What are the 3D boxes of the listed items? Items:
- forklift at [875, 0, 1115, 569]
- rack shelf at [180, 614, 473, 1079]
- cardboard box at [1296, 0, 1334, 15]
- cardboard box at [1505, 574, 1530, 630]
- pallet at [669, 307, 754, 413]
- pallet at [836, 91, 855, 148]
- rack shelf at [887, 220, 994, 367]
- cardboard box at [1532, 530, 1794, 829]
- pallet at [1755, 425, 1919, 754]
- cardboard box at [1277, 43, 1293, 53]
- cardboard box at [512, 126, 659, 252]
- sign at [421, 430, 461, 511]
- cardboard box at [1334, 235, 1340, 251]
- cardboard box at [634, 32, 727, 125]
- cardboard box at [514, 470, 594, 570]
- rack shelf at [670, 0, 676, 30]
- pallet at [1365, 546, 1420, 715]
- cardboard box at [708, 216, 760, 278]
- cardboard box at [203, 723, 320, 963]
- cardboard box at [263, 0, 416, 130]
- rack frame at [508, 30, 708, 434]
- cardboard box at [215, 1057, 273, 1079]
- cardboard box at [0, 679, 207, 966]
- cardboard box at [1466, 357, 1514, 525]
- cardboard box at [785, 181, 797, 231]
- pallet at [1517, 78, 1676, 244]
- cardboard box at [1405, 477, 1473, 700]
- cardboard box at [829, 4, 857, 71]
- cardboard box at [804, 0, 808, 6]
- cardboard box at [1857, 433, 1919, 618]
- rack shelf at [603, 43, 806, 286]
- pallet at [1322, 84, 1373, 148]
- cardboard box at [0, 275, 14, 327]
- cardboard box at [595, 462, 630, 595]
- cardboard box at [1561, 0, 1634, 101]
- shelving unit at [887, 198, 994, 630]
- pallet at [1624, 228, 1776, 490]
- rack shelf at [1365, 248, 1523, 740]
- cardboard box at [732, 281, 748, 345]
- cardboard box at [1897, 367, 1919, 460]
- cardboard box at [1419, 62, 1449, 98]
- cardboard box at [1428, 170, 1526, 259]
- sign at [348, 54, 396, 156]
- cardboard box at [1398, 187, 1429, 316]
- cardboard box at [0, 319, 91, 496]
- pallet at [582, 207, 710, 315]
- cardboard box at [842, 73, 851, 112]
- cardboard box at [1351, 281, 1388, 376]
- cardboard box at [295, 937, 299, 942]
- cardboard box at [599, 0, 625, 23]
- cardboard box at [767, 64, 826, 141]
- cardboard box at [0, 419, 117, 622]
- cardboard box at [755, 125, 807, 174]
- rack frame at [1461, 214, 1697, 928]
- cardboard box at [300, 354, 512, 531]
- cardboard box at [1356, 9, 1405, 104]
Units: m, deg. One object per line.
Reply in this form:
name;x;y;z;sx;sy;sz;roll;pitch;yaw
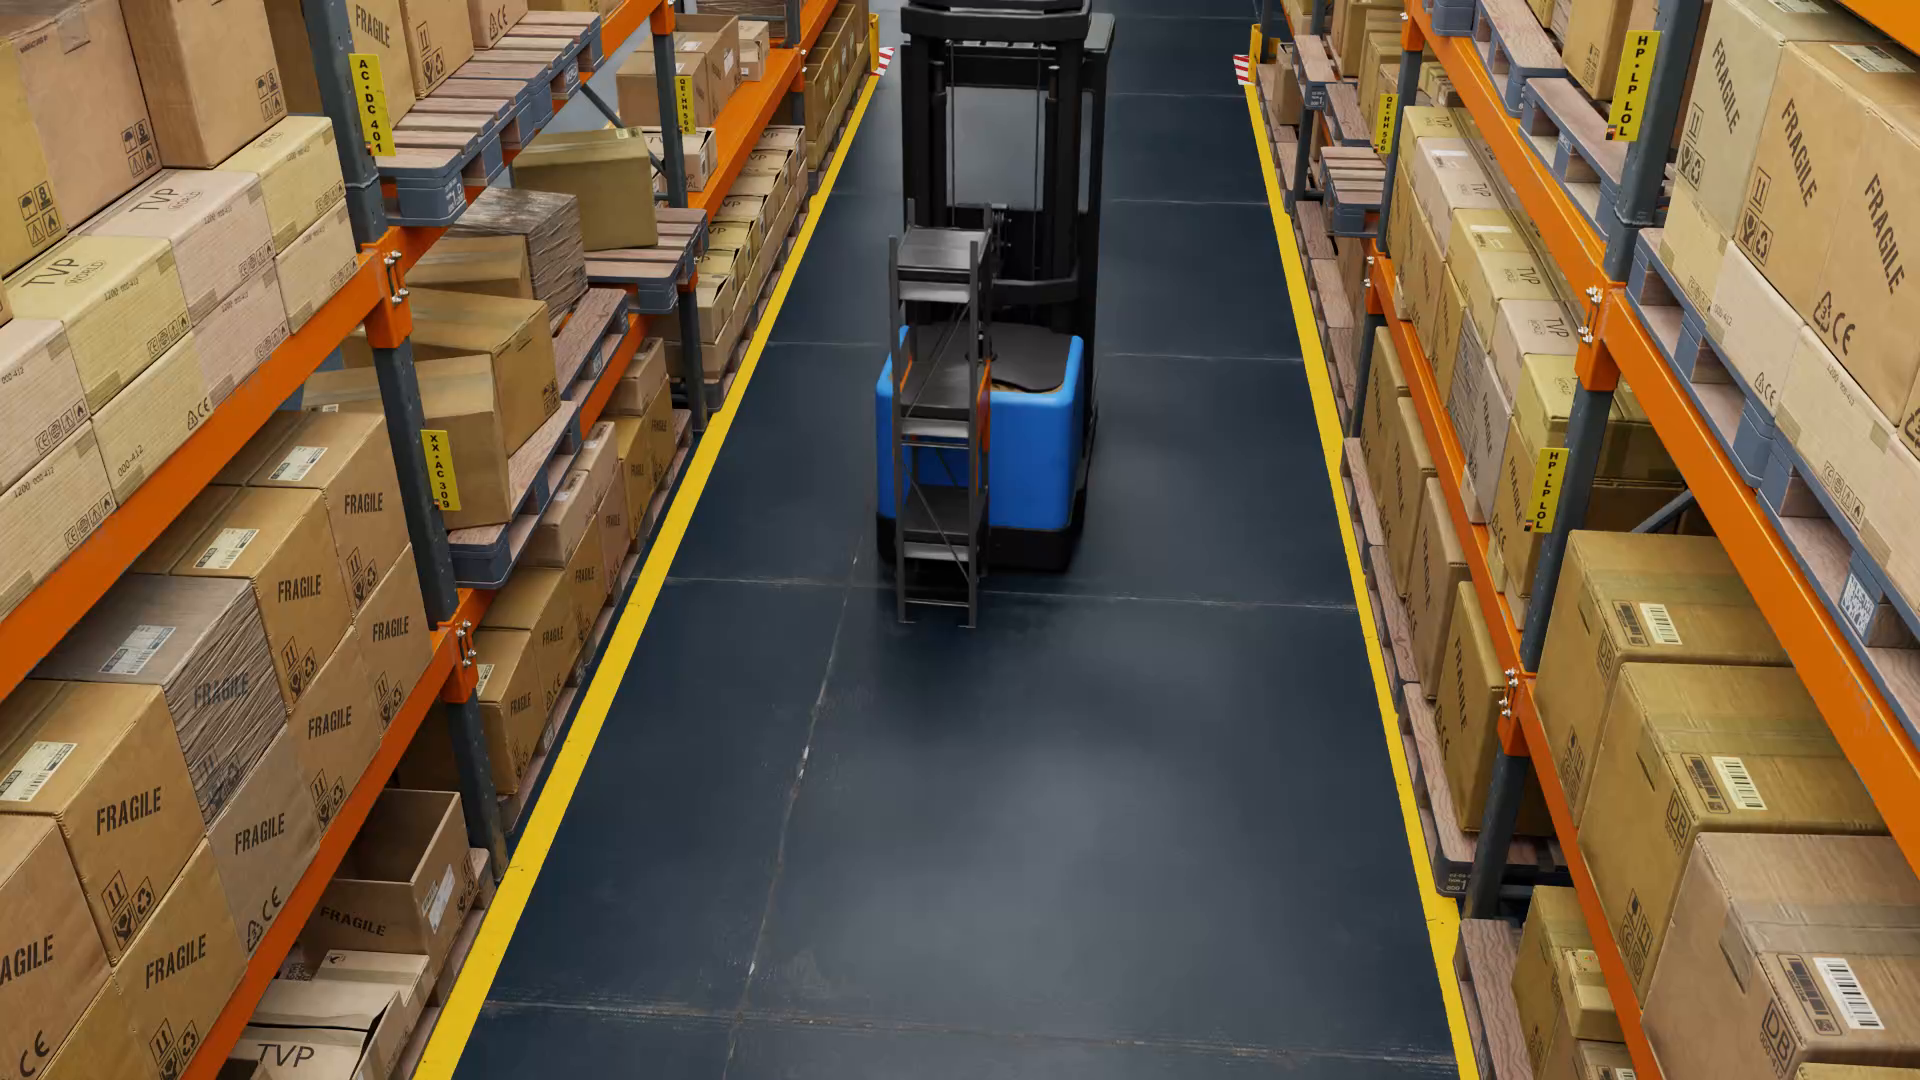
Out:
forklift;0.265;-1.848;9.455;1.130;2.935;3.031;4;32;7
rack shelf;-2.570;1.453;4.719;1.077;0.370;4.000;2;32;4
cardboard box;2.912;-4.397;12.935;0.500;0.500;0.500;2;32;4
cardboard box;2.275;0.220;6.254;0.380;0.149;0.250;3;32;4
pallet;-1.976;-1.232;11.048;1.003;0.211;1.213;2;32;4
pallet;-1.553;-3.949;15.456;1.003;0.211;1.213;2;32;4
rack shelf;-0.085;-1.164;7.830;0.431;0.518;0.480;4;32;7
cardboard box;2.470;0.466;5.349;0.980;0.700;0.700;3;32;5
pallet;2.351;0.135;3.397;1.003;0.211;1.213;2;32;4
cardboard box;3.361;-4.649;16.078;0.500;0.311;0.500;-1;32;-2
cardboard box;-2.021;-1.878;8.942;0.700;0.500;0.500;-8;33;-13
sign;-1.866;-0.248;5.969;0.100;0.325;0.005;2;32;4
cardboard box;3.146;-2.338;12.147;0.700;0.500;0.500;2;32;3
cardboard box;-1.919;-3.186;11.466;0.500;0.500;0.500;3;32;4
cardboard box;-2.044;-0.107;7.813;0.500;0.250;0.500;3;32;4
rack shelf;-1.919;-4.007;10.720;1.077;0.370;4.000;2;32;4
pallet;2.614;0.452;8.316;1.003;0.211;1.213;2;32;4
cardboard box;-1.668;-2.040;11.388;0.500;0.311;0.500;2;32;3
cardboard box;-2.273;0.869;4.885;0.500;0.500;0.500;3;32;5
cardboard box;-2.293;-1.700;5.700;0.600;0.600;0.600;0;32;-1
rack frame;-2.082;-1.990;9.621;1.000;3.000;0.127;2;32;4
cardboard box;-2.555;1.959;5.172;0.797;0.503;0.637;2;32;4
cardboard box;-2.313;0.703;4.202;0.500;0.500;0.500;2;32;4
cardboard box;2.348;-0.386;6.620;0.500;0.500;0.500;3;32;4
cardboard box;-1.544;-2.597;12.825;0.500;0.250;0.500;2;32;3
pallet;2.556;-1.366;5.931;0.805;0.209;1.217;1;32;2
cardboard box;2.523;0.237;7.655;0.750;0.750;0.750;3;32;5
cardboard box;-1.244;-4.685;15.498;0.500;0.500;0.500;2;32;4
cardboard box;-1.645;-4.895;14.239;0.700;0.500;0.500;3;32;5
cardboard box;2.078;0.029;3.132;0.500;0.250;0.500;2;32;2
rack shelf;-1.919;-2.730;11.507;1.077;0.370;4.000;2;32;4
pallet;2.976;-2.736;11.013;1.003;0.211;1.213;2;32;4
cardboard box;-2.515;-0.603;3.462;0.700;0.500;0.500;2;32;4
cardboard box;-2.003;-0.069;8.467;0.500;0.500;0.500;1;32;2
cardboard box;2.692;-1.945;6.174;0.700;0.500;0.500;2;32;3
shelving unit;-0.085;-0.580;8.190;0.431;2.100;0.503;4;32;7
pallet;2.453;-0.501;4.430;1.003;0.211;1.213;2;32;4
rack shelf;2.693;-0.429;7.772;1.077;0.370;4.000;2;32;4
cardboard box;-1.706;-1.523;11.083;0.500;0.250;0.500;2;32;3
cardboard box;2.078;-0.280;2.919;0.500;0.500;0.500;1;32;2
cardboard box;2.865;-2.637;9.538;0.380;0.149;0.250;-3;32;-4
cardboard box;2.482;-1.509;7.726;0.500;0.250;0.500;3;32;4
sign;-1.866;-1.377;5.273;0.100;0.325;0.005;2;32;4
cardboard box;2.509;-1.442;8.333;0.500;0.500;0.500;3;32;6
cardboard box;-2.305;-0.275;3.644;0.500;0.250;0.500;2;32;4
pallet;-2.067;-1.551;9.091;1.213;0.211;1.003;2;32;4
cardboard box;-1.290;-4.104;15.271;0.500;0.250;0.500;2;32;4
cardboard box;2.862;-1.283;10.436;0.700;0.500;0.500;3;32;5
cardboard box;-2.657;1.269;6.476;0.500;0.311;0.500;2;32;4
cardboard box;-2.125;-2.814;8.002;0.910;0.500;0.500;2;32;4
cardboard box;-1.406;-3.639;13.801;0.500;0.500;0.500;2;32;4
cardboard box;-2.311;-0.062;3.776;0.500;0.250;0.500;2;32;4
cardboard box;-1.503;-3.105;13.115;0.500;0.311;0.500;2;32;4
rack frame;2.530;0.311;5.887;1.000;3.000;0.127;2;32;4
cardboard box;-2.146;-0.358;6.477;0.700;0.500;0.500;-8;33;-13
cardboard box;3.031;-3.200;11.069;0.700;0.500;0.500;7;32;11
